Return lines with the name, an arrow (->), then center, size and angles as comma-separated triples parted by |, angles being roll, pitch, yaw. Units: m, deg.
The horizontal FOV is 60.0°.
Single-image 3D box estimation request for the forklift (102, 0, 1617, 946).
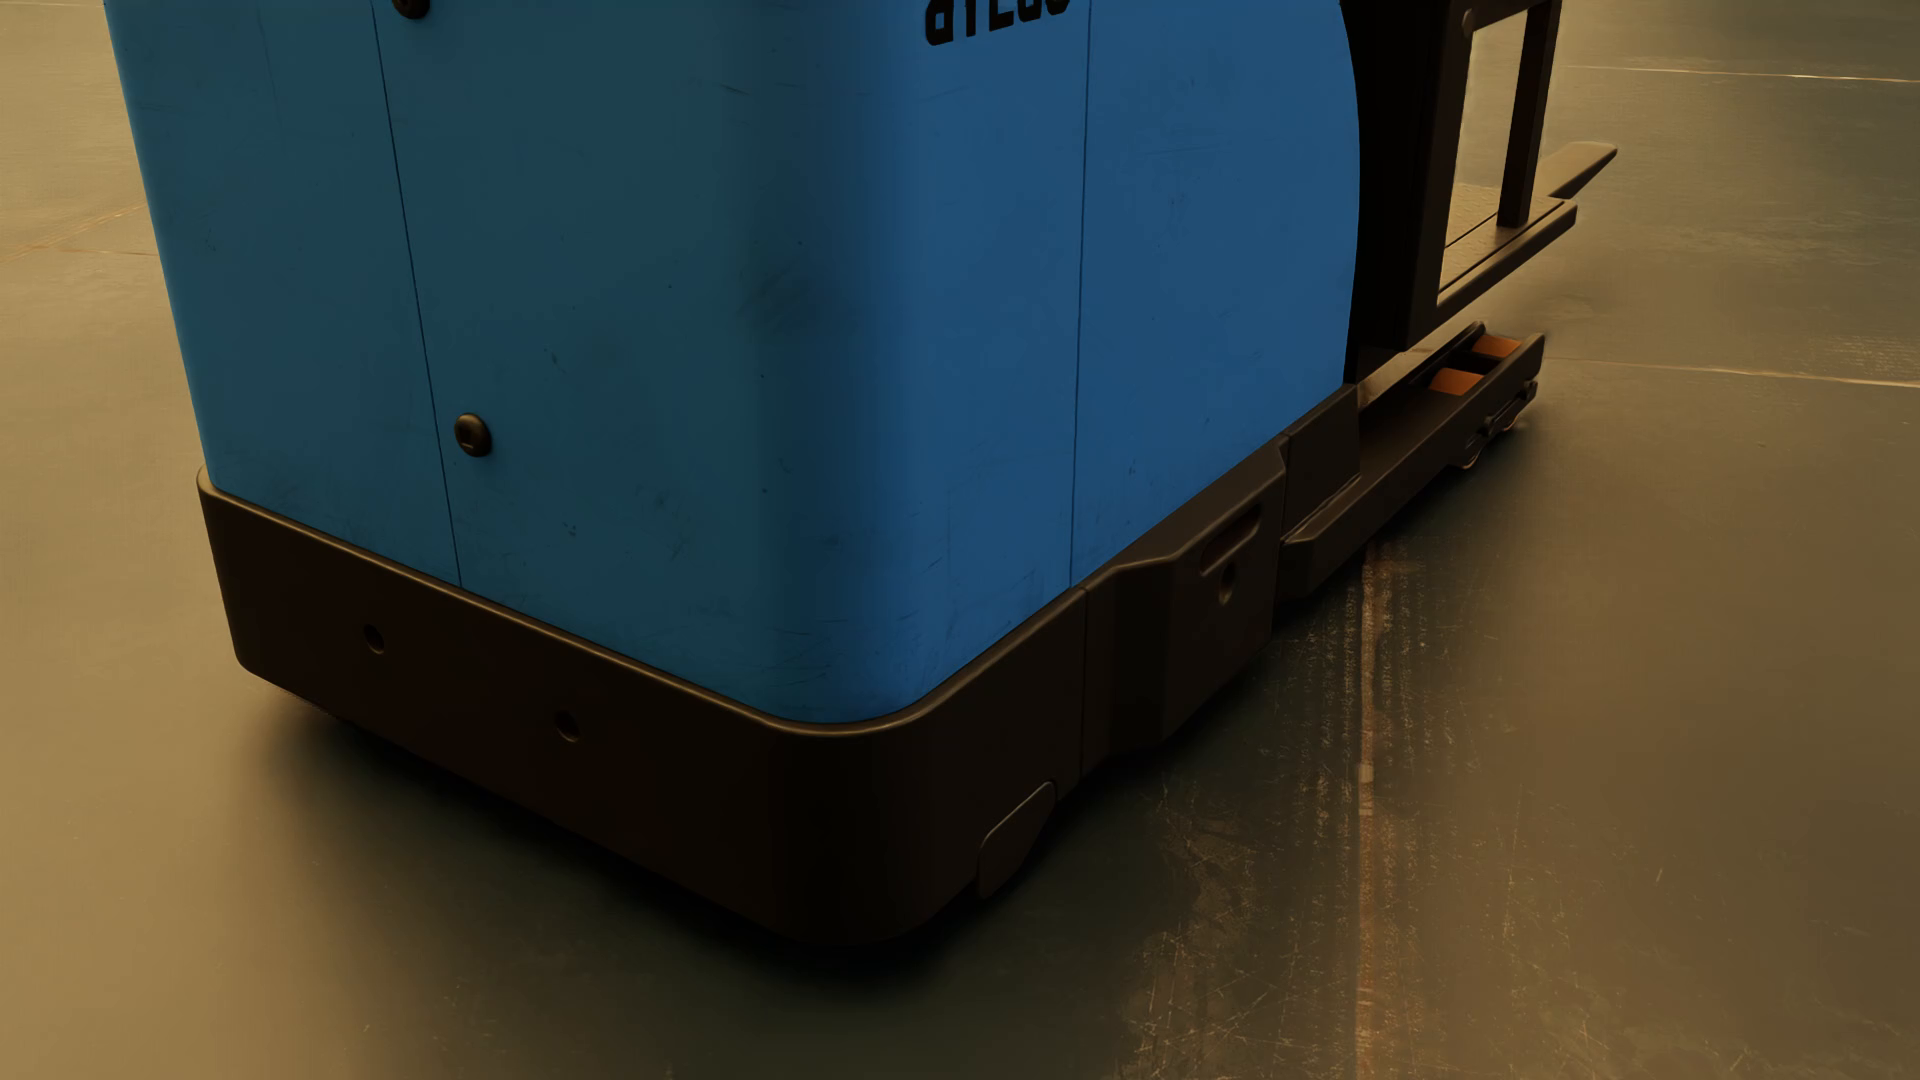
forklift -> 0.349, -1.534, 2.287 | 1.130, 2.935, 3.031 | 17, 32, 31
